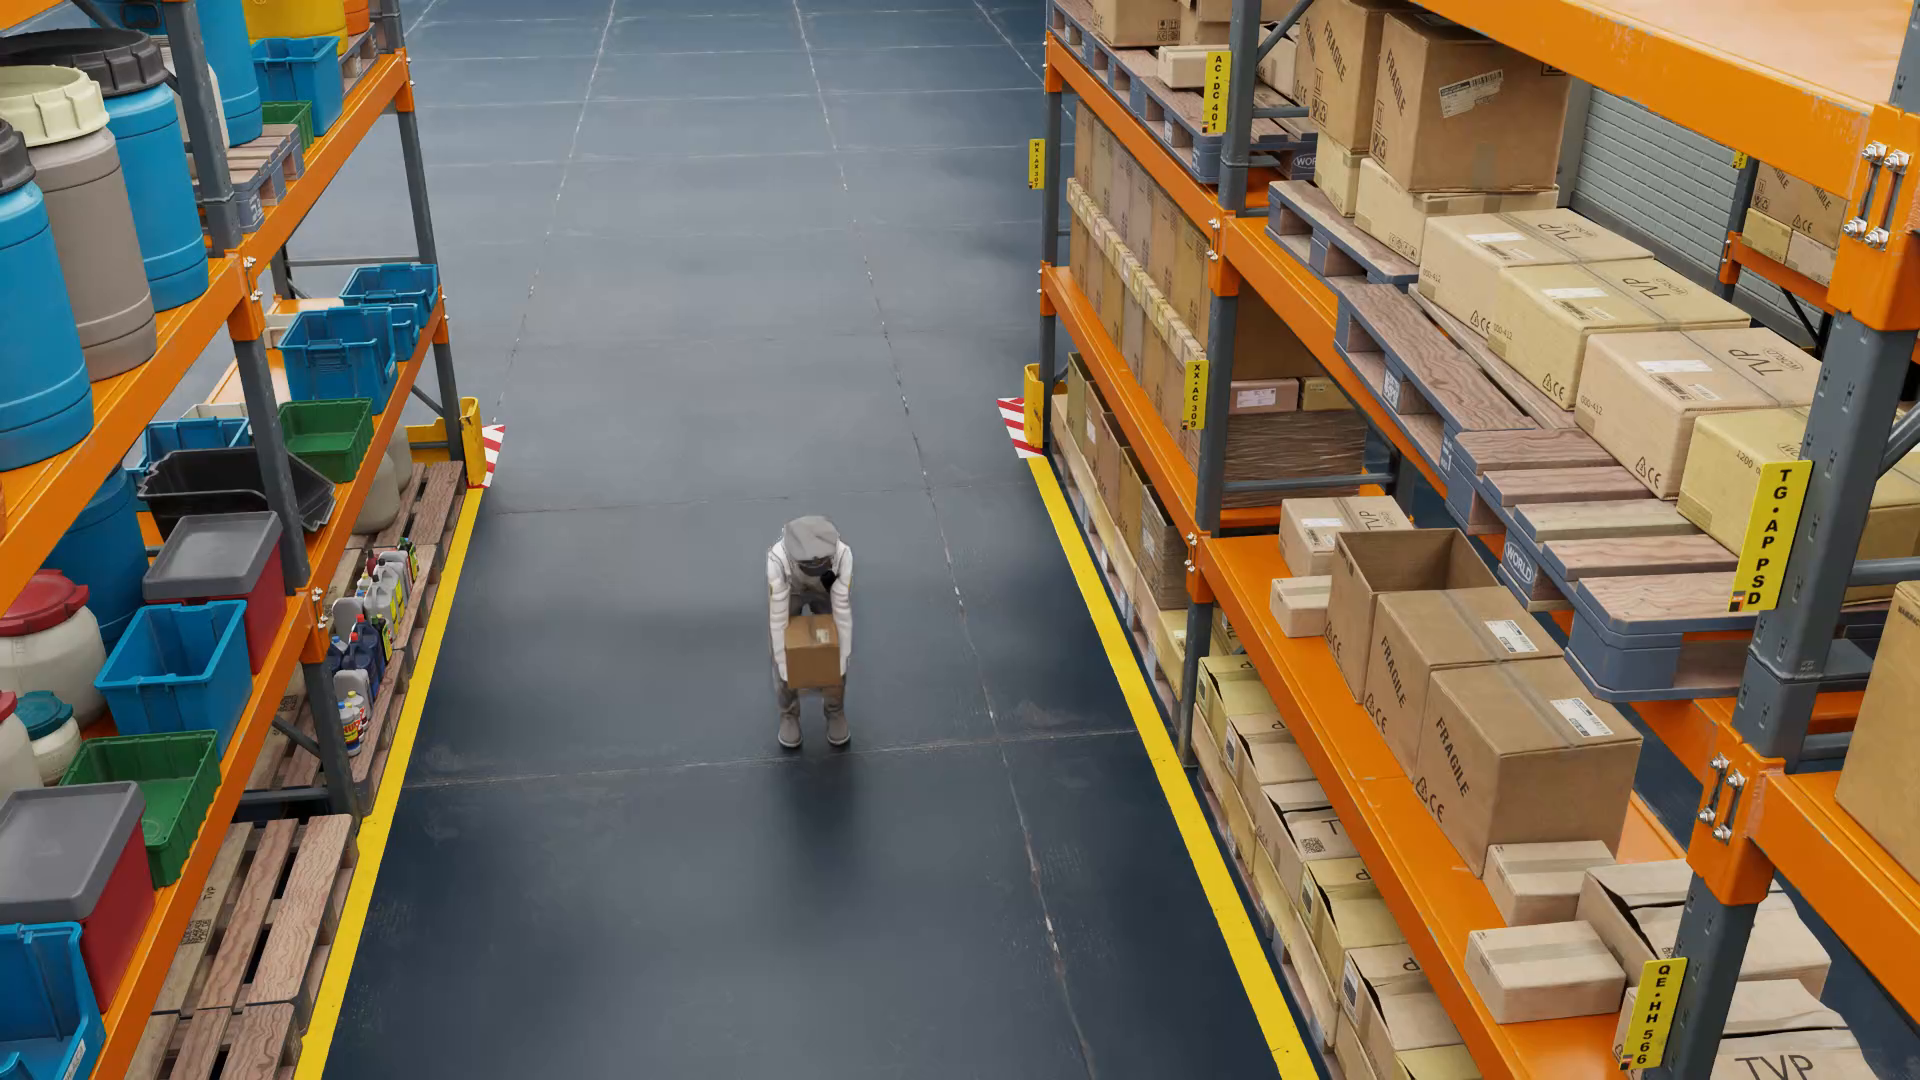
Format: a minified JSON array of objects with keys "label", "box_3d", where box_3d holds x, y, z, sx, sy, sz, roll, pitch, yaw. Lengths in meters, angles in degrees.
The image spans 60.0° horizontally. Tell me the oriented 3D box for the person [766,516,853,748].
[{"label":"person","box_3d":[-0.717,0.439,8.035,0.407,1.427,0.814,-4,28,-8]}]
